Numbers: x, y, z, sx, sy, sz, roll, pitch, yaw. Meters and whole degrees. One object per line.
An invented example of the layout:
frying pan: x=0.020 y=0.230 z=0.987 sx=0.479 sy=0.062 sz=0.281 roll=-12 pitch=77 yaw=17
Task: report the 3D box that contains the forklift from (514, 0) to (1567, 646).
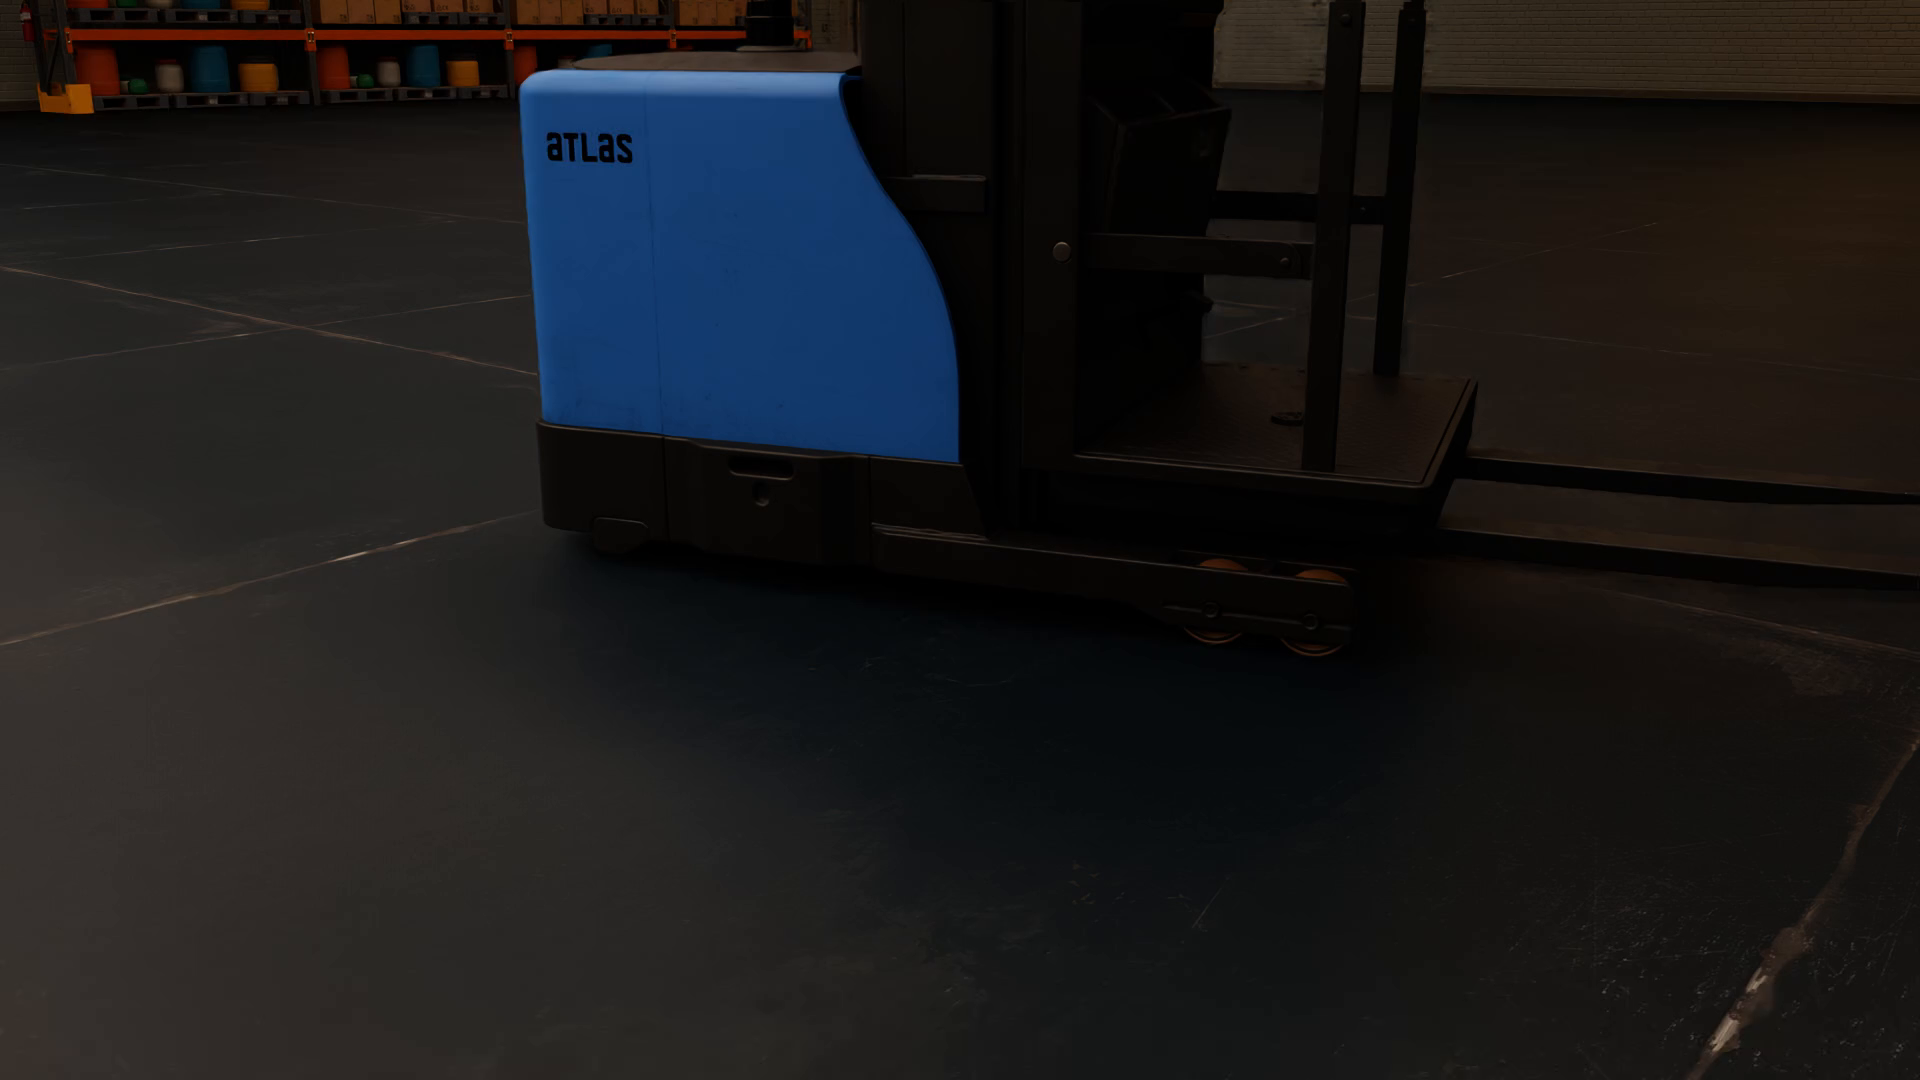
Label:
forklift: x=0.488 y=-1.539 z=3.964 sx=3.031 sy=2.935 sz=1.130 roll=-14 pitch=22 yaw=-39
